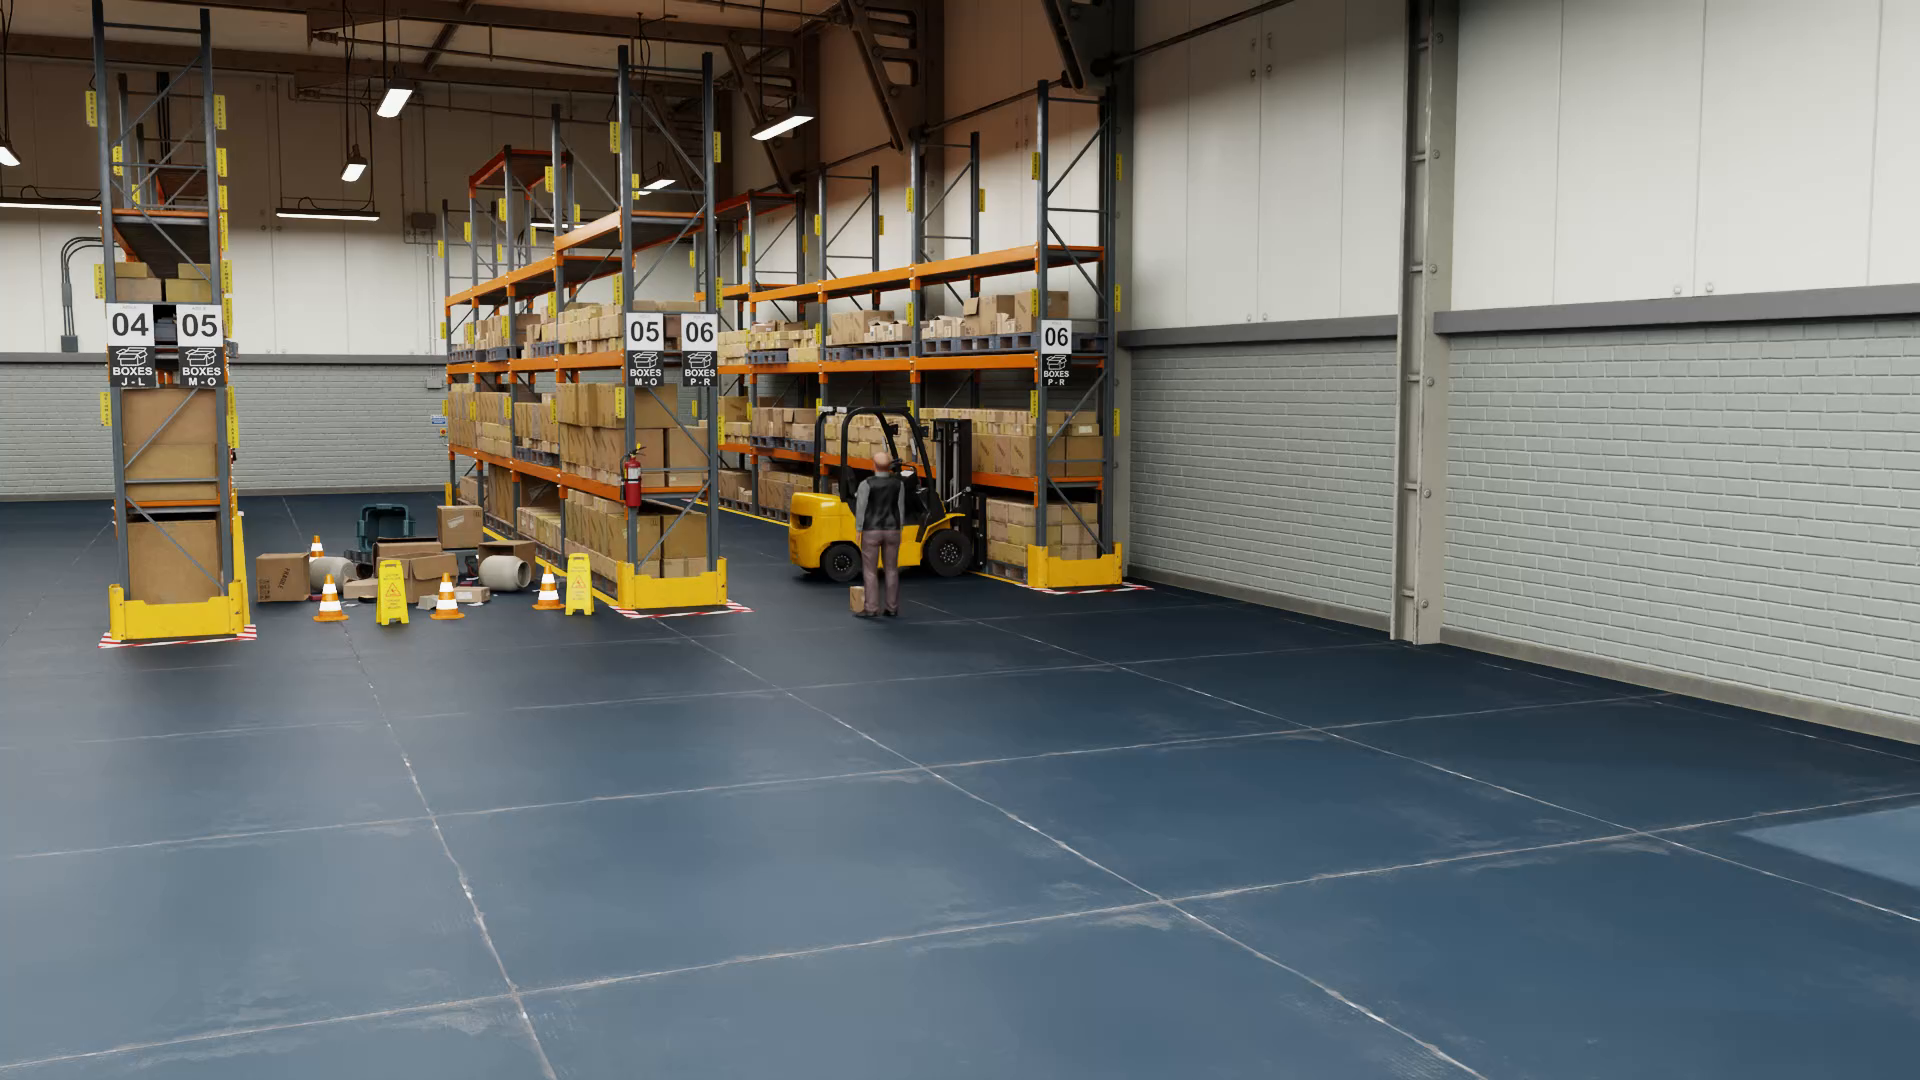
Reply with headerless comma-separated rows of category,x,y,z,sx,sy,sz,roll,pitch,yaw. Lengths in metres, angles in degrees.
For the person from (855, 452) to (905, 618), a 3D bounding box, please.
person,-0.845,-0.047,17.442,0.539,1.743,0.355,-2,6,-22
